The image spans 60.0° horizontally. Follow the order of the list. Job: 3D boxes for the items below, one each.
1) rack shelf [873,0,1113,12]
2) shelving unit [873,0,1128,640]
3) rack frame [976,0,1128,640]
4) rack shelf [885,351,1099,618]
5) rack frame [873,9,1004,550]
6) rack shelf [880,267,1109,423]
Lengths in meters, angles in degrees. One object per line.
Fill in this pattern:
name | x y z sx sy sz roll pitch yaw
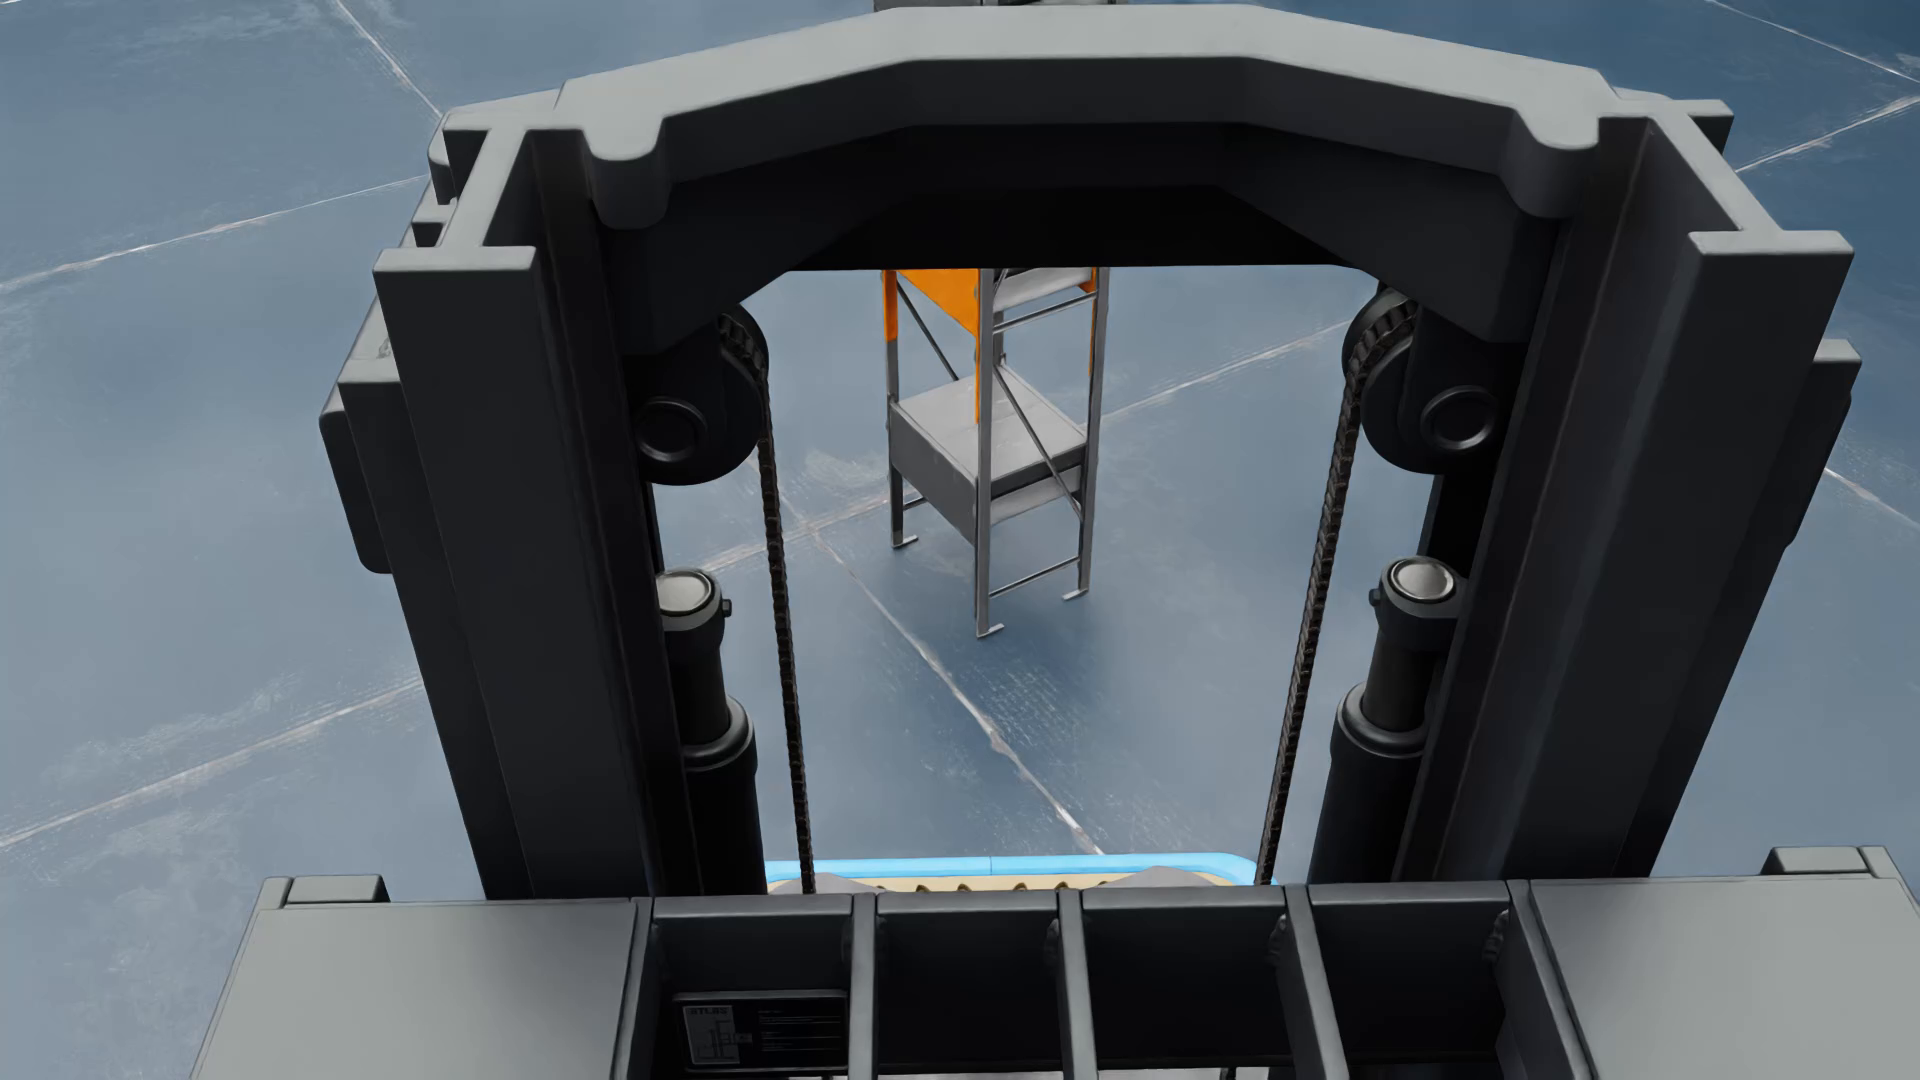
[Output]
rack shelf | 0.089 -1.245 4.031 0.431 0.518 0.480 -22 45 -24
shelving unit | 0.089 -0.717 4.471 0.431 2.100 0.503 -22 45 -24
rack frame | 0.220 -0.586 4.313 0.400 2.100 0.015 -22 45 -24
rack shelf | 0.089 -0.169 4.927 0.431 0.518 0.480 -22 45 -24
rack frame | -0.042 -0.849 4.629 0.400 2.100 0.015 -22 45 -24
rack shelf | 0.089 -0.707 4.479 0.431 0.518 0.480 -22 45 -24
